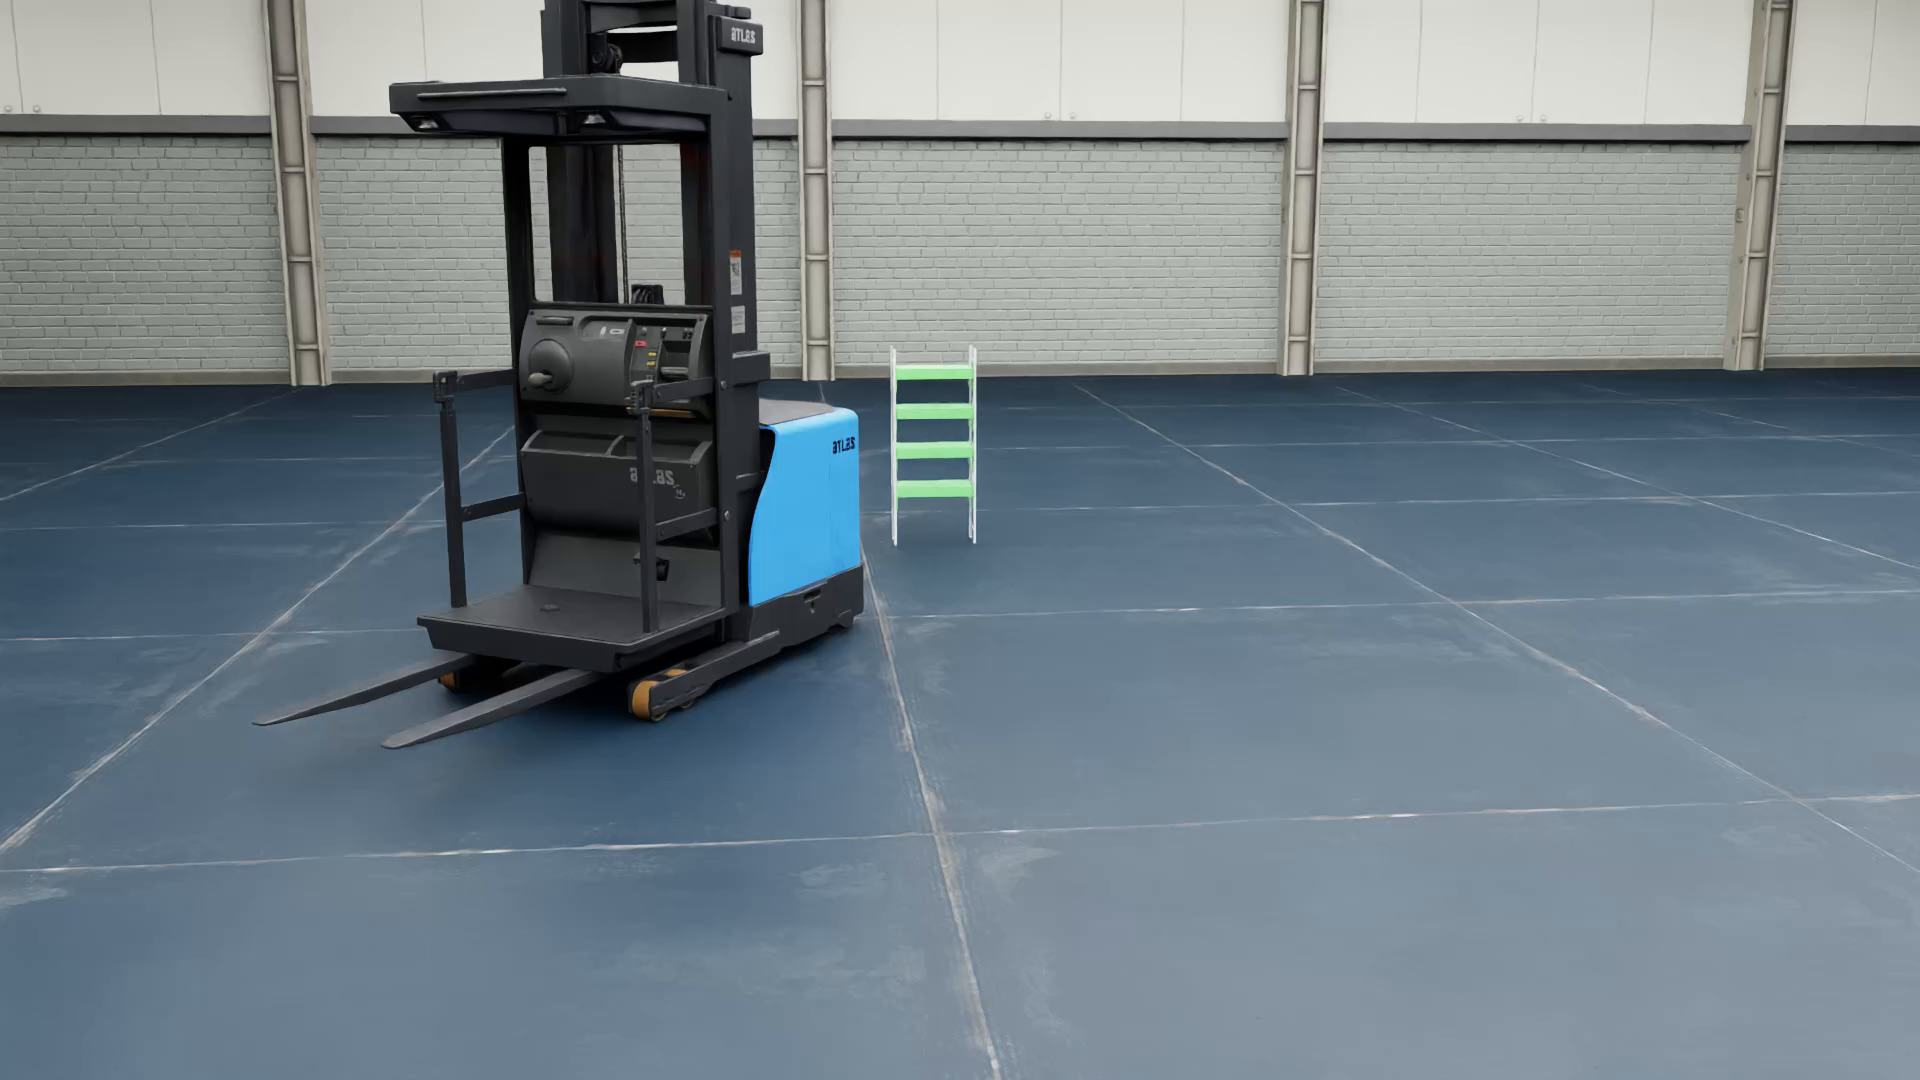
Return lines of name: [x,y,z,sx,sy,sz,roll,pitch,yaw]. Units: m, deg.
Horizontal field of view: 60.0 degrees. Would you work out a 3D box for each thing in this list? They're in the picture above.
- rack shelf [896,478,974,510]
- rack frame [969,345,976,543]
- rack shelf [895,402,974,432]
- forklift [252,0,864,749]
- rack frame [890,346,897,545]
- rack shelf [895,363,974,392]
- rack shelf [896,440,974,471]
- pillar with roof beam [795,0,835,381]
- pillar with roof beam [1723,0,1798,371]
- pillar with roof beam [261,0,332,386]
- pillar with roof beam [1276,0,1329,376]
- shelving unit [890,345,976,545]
rack shelf: [-0.165,-0.287,10.293,0.480,0.148,0.258,-1,11,-6]
rack frame: [0.078,-0.590,10.261,0.015,1.200,0.240,-1,11,-6]
rack shelf: [-0.165,-0.758,10.201,0.480,0.148,0.258,-1,11,-6]
forklift: [-1.567,-0.806,6.872,1.130,2.935,3.031,5,12,25]
rack frame: [-0.407,-0.580,10.209,0.015,1.200,0.240,-1,11,-6]
rack shelf: [-0.165,-0.994,10.154,0.480,0.148,0.258,-1,11,-6]
rack shelf: [-0.165,-0.523,10.247,0.480,0.148,0.258,-1,11,-6]
pillar with roof beam: [-1.269,-5.561,15.329,0.400,9.000,9.100,-1,11,-6]
pillar with roof beam: [10.661,-5.811,16.601,0.400,9.000,9.100,-1,11,-6]
pillar with roof beam: [-7.234,-5.436,14.693,0.400,9.000,9.100,-1,11,-6]
pillar with roof beam: [4.696,-5.686,15.965,0.400,9.000,9.100,-1,11,-6]
shelving unit: [-0.165,-0.585,10.235,0.503,1.200,0.258,-1,11,-6]
